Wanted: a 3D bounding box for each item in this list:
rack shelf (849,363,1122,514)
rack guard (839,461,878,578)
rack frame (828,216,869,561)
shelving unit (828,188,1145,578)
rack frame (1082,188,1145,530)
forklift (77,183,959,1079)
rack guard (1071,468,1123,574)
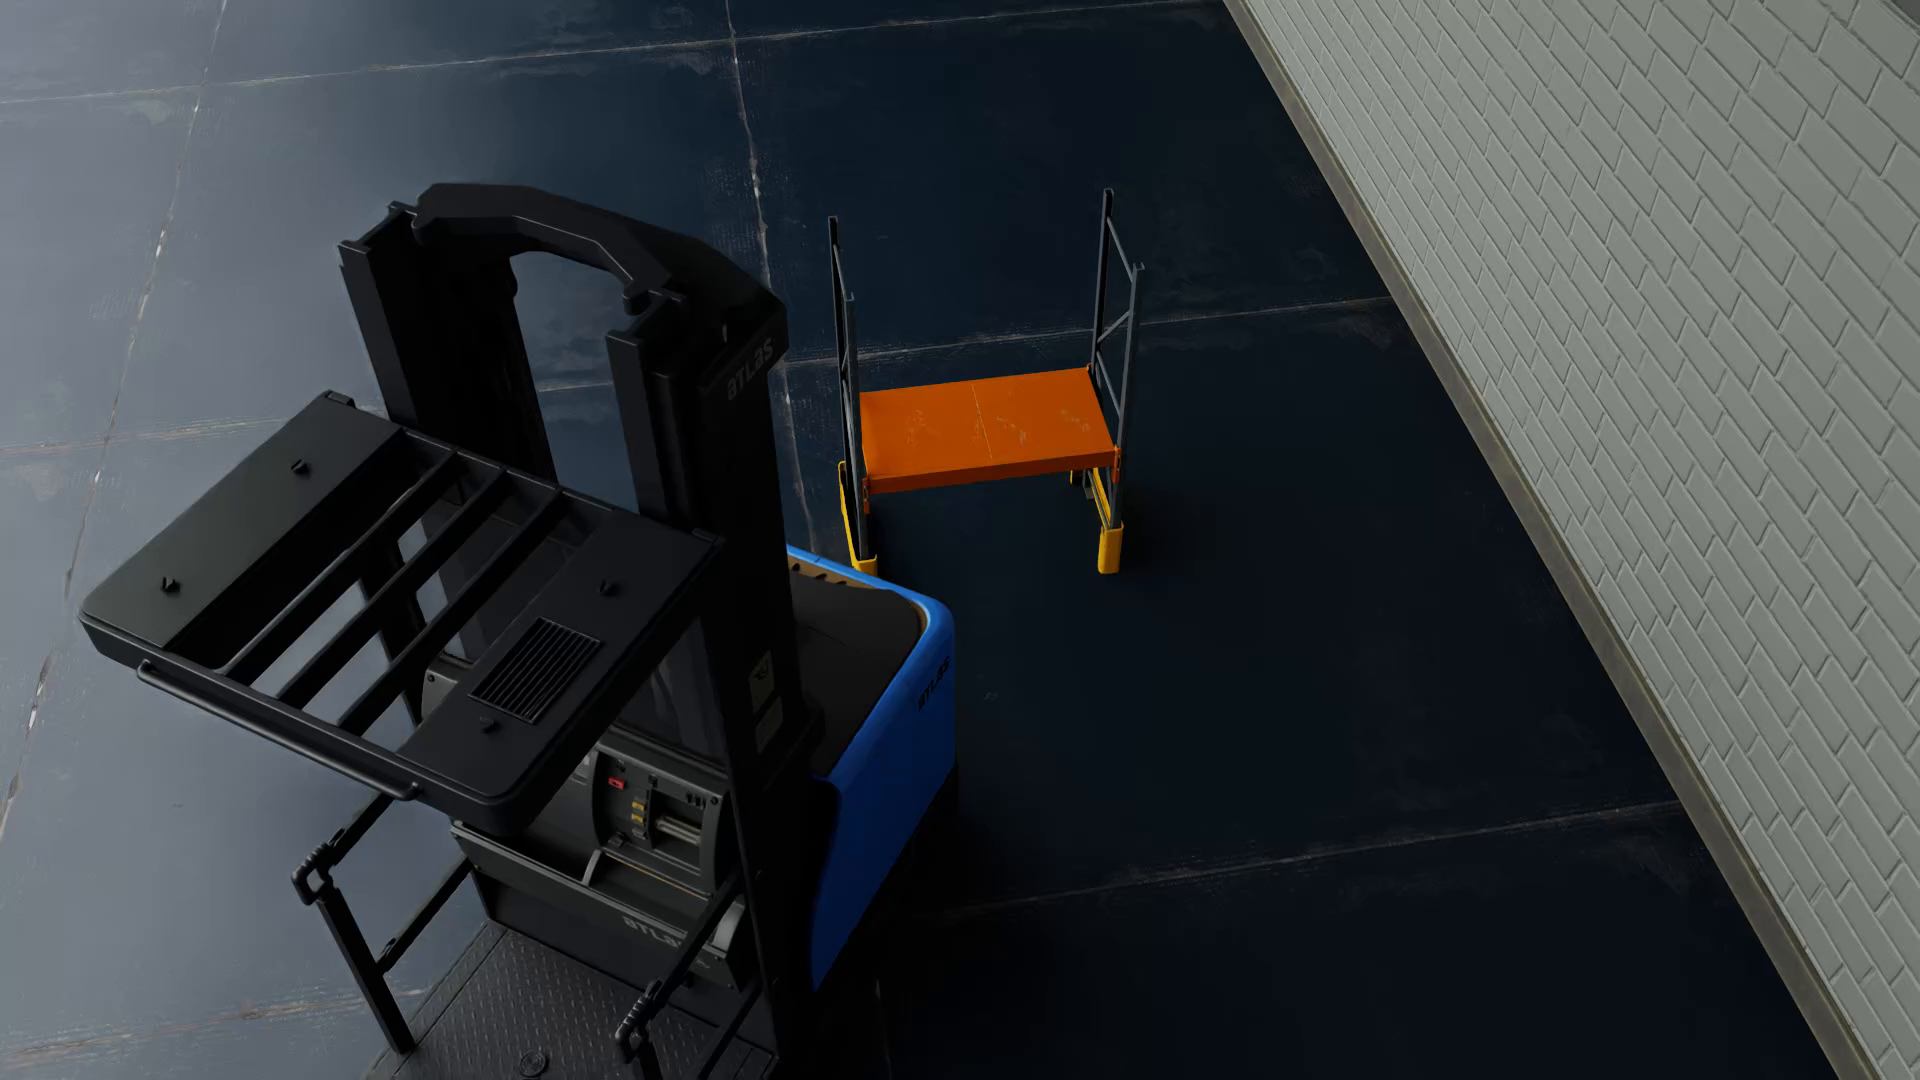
[{"bbox_3d":[0.084,-0.406,6.543,1.000,0.185,0.538,-7,46,-7],"label":"rack shelf"},{"bbox_3d":[-0.416,-0.035,6.803,0.087,0.250,0.587,-7,46,-7],"label":"rack guard"},{"bbox_3d":[-0.417,-0.468,6.353,0.032,1.500,0.500,-7,46,-7],"label":"rack frame"},{"bbox_3d":[0.075,-0.530,6.412,1.083,1.500,0.587,-7,46,-7],"label":"shelving unit"},{"bbox_3d":[0.585,-0.593,6.473,0.032,1.500,0.500,-7,46,-7],"label":"rack frame"},{"bbox_3d":[-1.110,0.734,4.201,1.130,2.935,3.031,20,49,18],"label":"forklift"},{"bbox_3d":[0.566,-0.157,6.921,0.087,0.250,0.587,-7,46,-7],"label":"rack guard"}]
